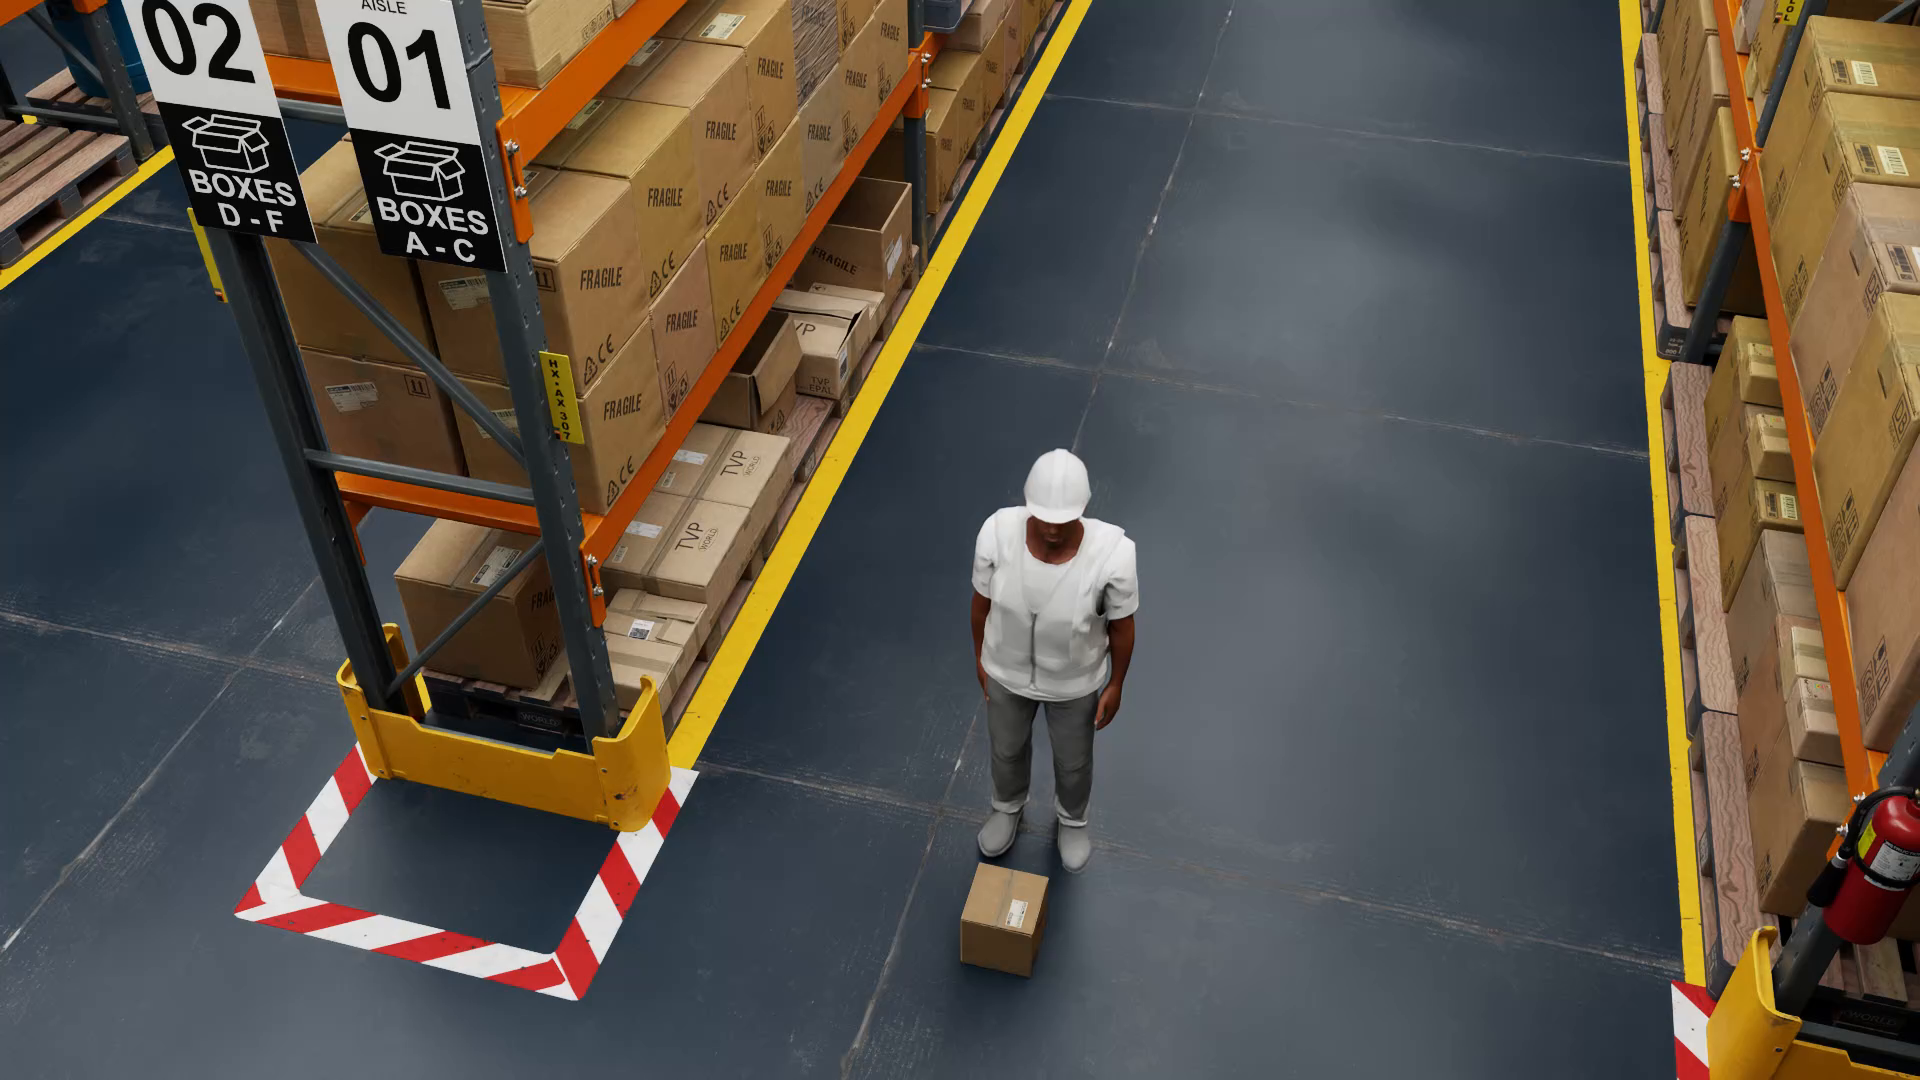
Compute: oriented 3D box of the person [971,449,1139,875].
[{"bbox_3d":[0.299,0.439,5.643,0.563,1.777,0.354,11,42,12],"label":"person"}]
